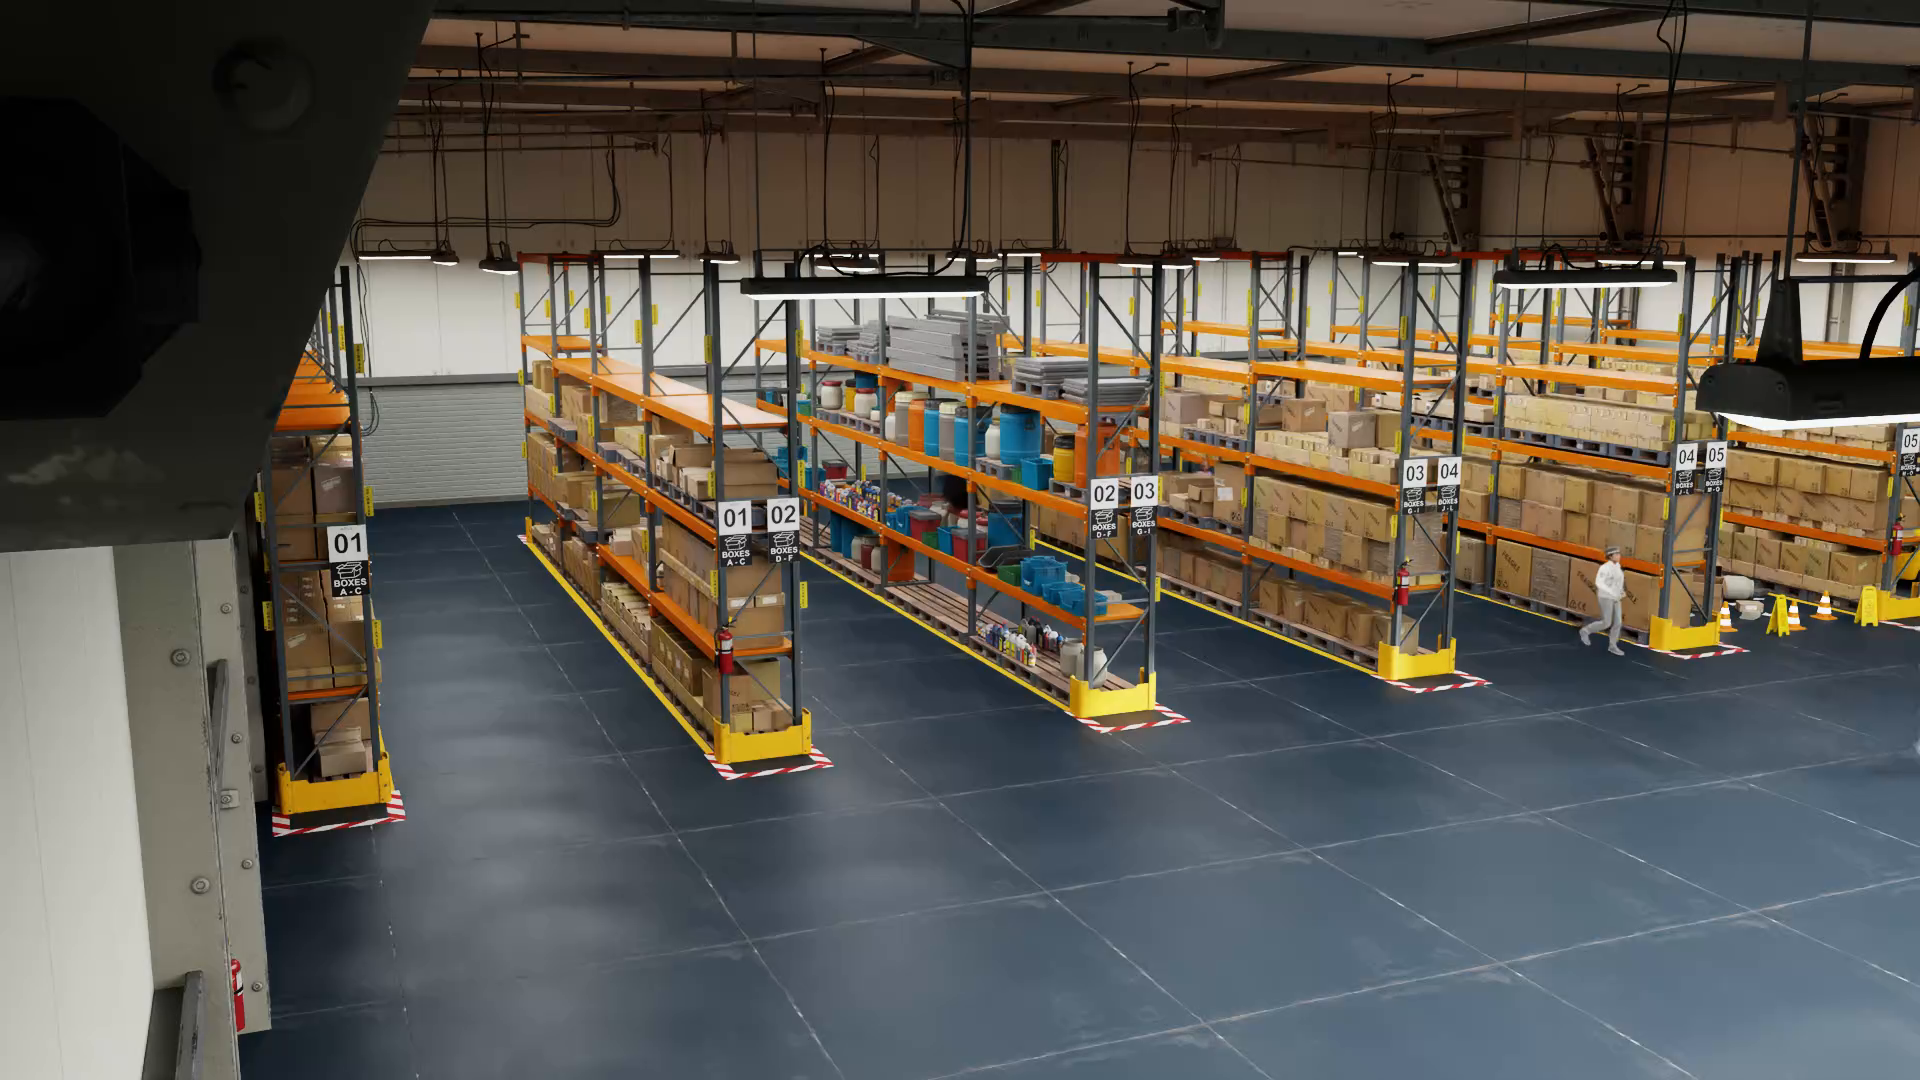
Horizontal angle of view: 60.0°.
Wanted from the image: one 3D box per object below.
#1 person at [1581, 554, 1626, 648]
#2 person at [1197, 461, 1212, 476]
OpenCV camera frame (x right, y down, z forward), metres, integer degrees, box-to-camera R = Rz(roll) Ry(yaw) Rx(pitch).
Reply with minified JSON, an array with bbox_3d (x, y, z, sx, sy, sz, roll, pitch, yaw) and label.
[{"bbox_3d":[9.933,0.875,25.536,0.642,1.571,0.628,-8,13,-37],"label":"person"},{"bbox_3d":[5.215,-0.923,35.695,0.496,1.568,0.805,-3,11,-18],"label":"person"}]
